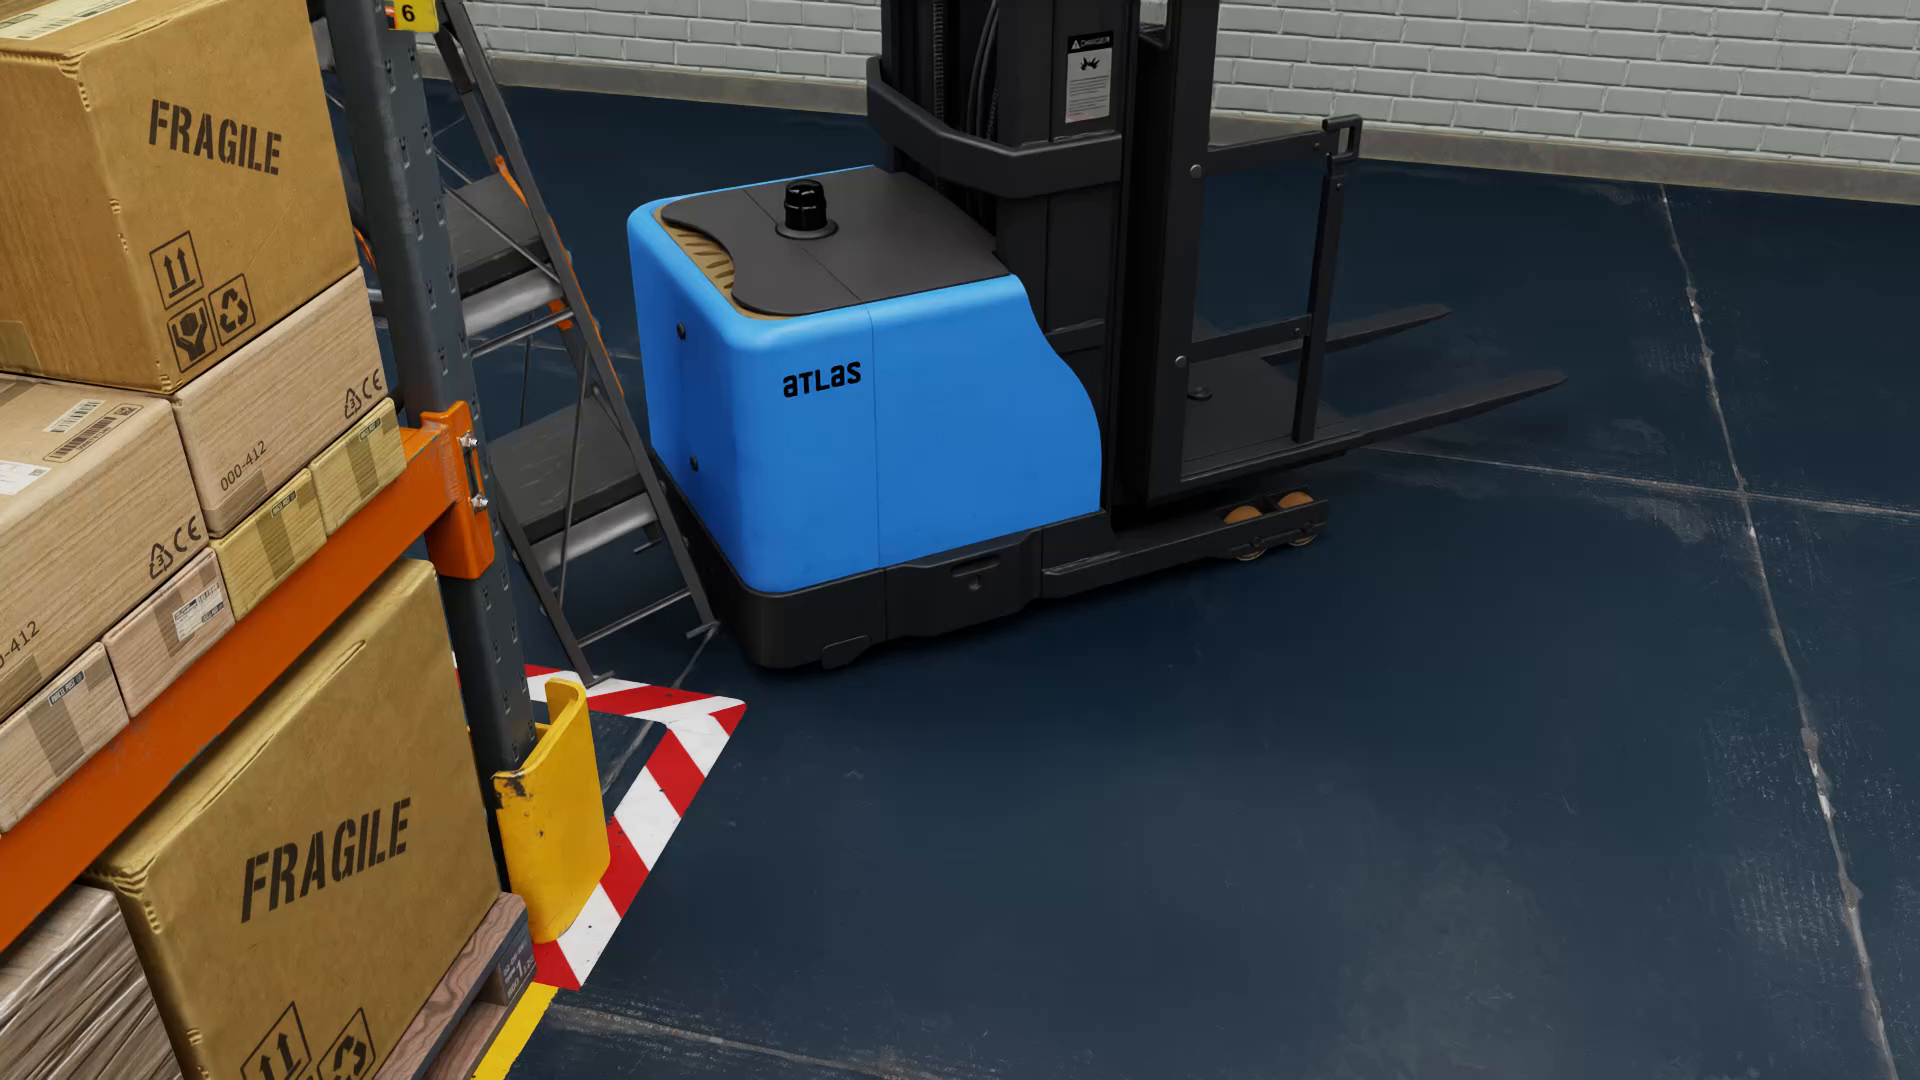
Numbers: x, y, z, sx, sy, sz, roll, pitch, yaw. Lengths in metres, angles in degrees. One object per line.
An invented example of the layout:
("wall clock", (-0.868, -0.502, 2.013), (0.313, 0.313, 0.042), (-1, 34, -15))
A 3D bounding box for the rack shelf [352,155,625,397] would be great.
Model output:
("rack shelf", (-1.191, -0.586, 4.189), (0.431, 0.518, 0.480), (-27, 39, -14))

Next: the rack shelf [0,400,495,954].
("rack shelf", (-1.955, 0.851, 1.787), (1.077, 0.370, 4.000), (8, 33, 12))

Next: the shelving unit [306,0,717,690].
("shelving unit", (-1.194, -0.596, 4.181), (0.431, 2.100, 0.503), (-27, 39, -14))

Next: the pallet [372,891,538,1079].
("pallet", (-1.575, 1.112, 3.305), (1.003, 0.211, 1.213), (8, 33, 12))

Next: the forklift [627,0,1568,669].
("forklift", (0.586, -1.412, 4.740), (3.031, 2.935, 1.130), (-15, 35, -22))

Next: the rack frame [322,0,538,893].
("rack frame", (-1.447, -0.491, 3.226), (1.000, 3.000, 0.127), (8, 33, 12))

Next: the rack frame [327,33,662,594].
("rack frame", (-1.304, -0.712, 4.365), (0.400, 2.100, 0.015), (-27, 39, -14))

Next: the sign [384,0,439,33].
("sign", (-0.926, -0.998, 2.724), (0.100, 0.325, 0.005), (8, 33, 12))

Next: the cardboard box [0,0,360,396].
("cardboard box", (-1.317, -0.581, 2.531), (0.500, 0.500, 0.500), (8, 33, 13))

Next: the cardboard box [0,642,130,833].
("cardboard box", (-1.413, 0.240, 2.311), (0.380, 0.149, 0.250), (9, 33, 13))

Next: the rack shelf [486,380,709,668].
("rack shelf", (-1.042, -0.051, 4.615), (0.431, 0.518, 0.480), (-27, 39, -14))

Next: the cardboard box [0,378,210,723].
("cardboard box", (-1.443, -0.002, 2.320), (0.500, 0.250, 0.500), (7, 33, 12))

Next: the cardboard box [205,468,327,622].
("cardboard box", (-1.284, -0.020, 2.720), (0.380, 0.149, 0.250), (8, 33, 13))

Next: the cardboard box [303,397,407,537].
("cardboard box", (-1.219, -0.155, 2.932), (0.380, 0.149, 0.250), (9, 33, 13))

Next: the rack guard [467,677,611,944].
("rack guard", (-1.441, 0.552, 3.916), (1.175, 0.500, 0.348), (8, 33, 12))

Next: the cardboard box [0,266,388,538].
("cardboard box", (-1.314, -0.266, 2.734), (0.500, 0.250, 0.500), (7, 33, 12))

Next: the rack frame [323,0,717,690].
("rack frame", (-1.084, -0.480, 3.996), (0.400, 2.100, 0.015), (-27, 39, -14))

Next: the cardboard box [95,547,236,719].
("cardboard box", (-1.349, 0.111, 2.514), (0.380, 0.149, 0.250), (8, 33, 12))

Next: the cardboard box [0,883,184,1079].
("cardboard box", (-1.763, 1.044, 2.401), (0.875, 0.875, 0.875), (8, 33, 12))

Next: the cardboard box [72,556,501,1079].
("cardboard box", (-1.532, 0.572, 3.144), (0.875, 0.875, 0.875), (8, 33, 12))

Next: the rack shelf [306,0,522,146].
("rack shelf", (-1.340, -1.121, 3.763), (0.431, 0.518, 0.480), (-27, 39, -14))
